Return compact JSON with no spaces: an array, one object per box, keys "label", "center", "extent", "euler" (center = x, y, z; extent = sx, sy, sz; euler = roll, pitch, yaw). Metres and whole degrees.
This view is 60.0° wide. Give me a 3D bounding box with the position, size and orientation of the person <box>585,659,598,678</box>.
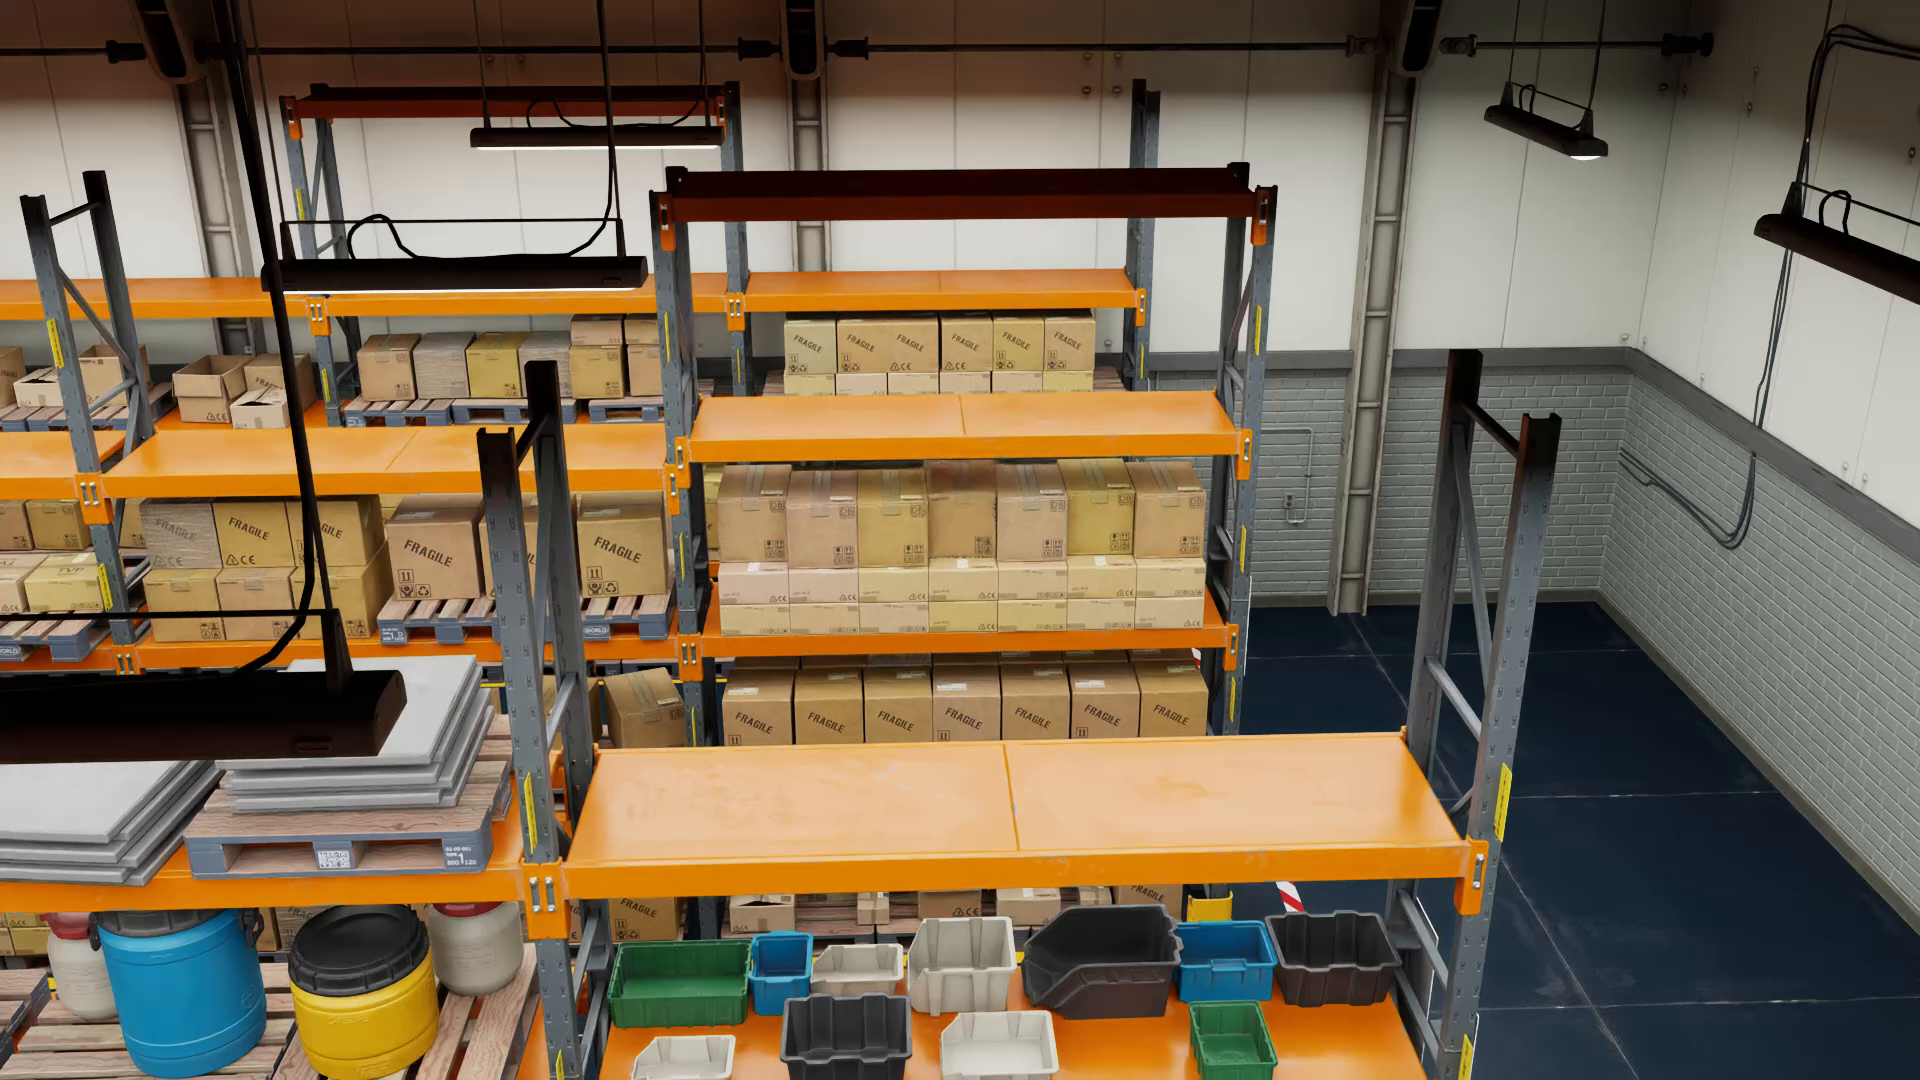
[{"label":"person","center":[-3.641,1.263,15.824],"extent":[0.478,1.641,0.493],"euler":[6,23,14]}]
